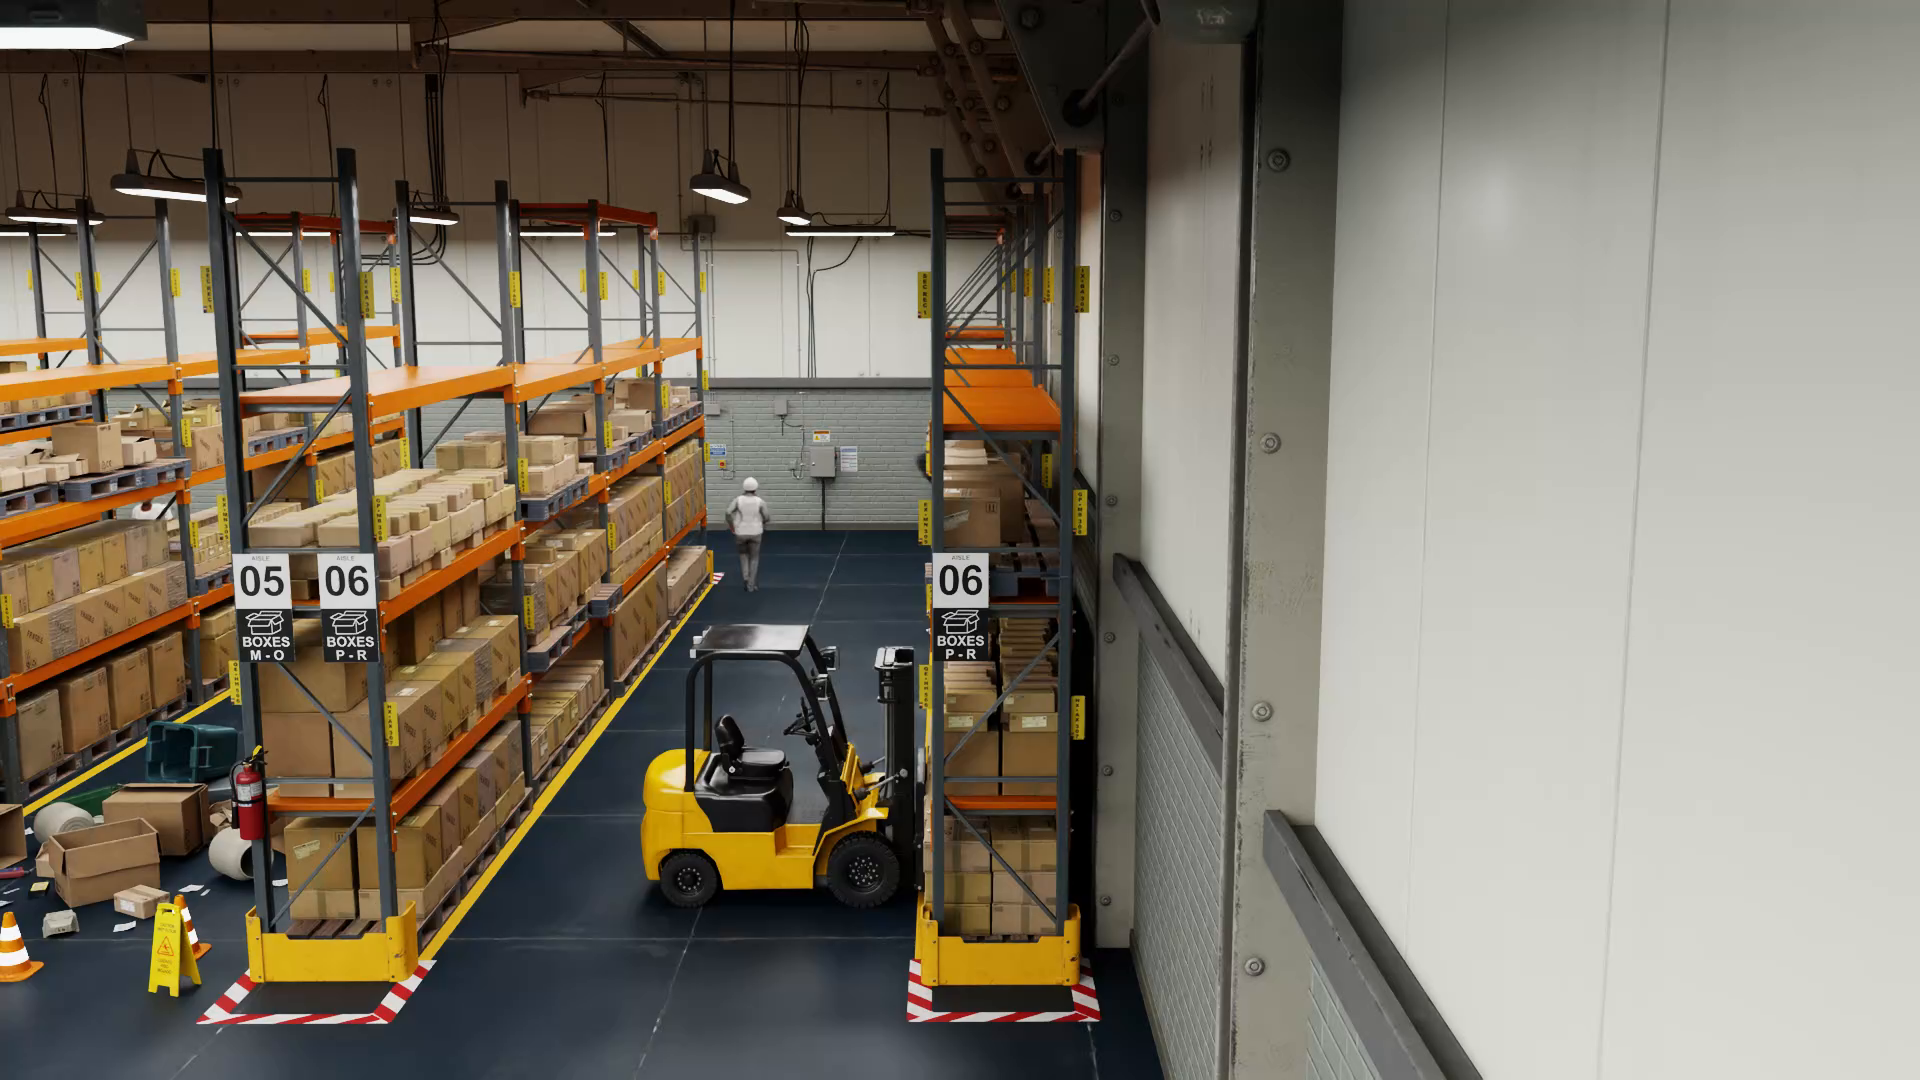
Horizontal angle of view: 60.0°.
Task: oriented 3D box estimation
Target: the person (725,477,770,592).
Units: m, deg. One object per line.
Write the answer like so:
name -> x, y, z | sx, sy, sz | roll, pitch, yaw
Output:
person -> -3.275, -0.080, 25.791 | 0.669, 1.807, 0.627 | 0, 9, 0

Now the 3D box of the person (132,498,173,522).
person -> -12.892, 0.050, 26.574 | 0.704, 1.792, 0.890 | -1, 9, -8
